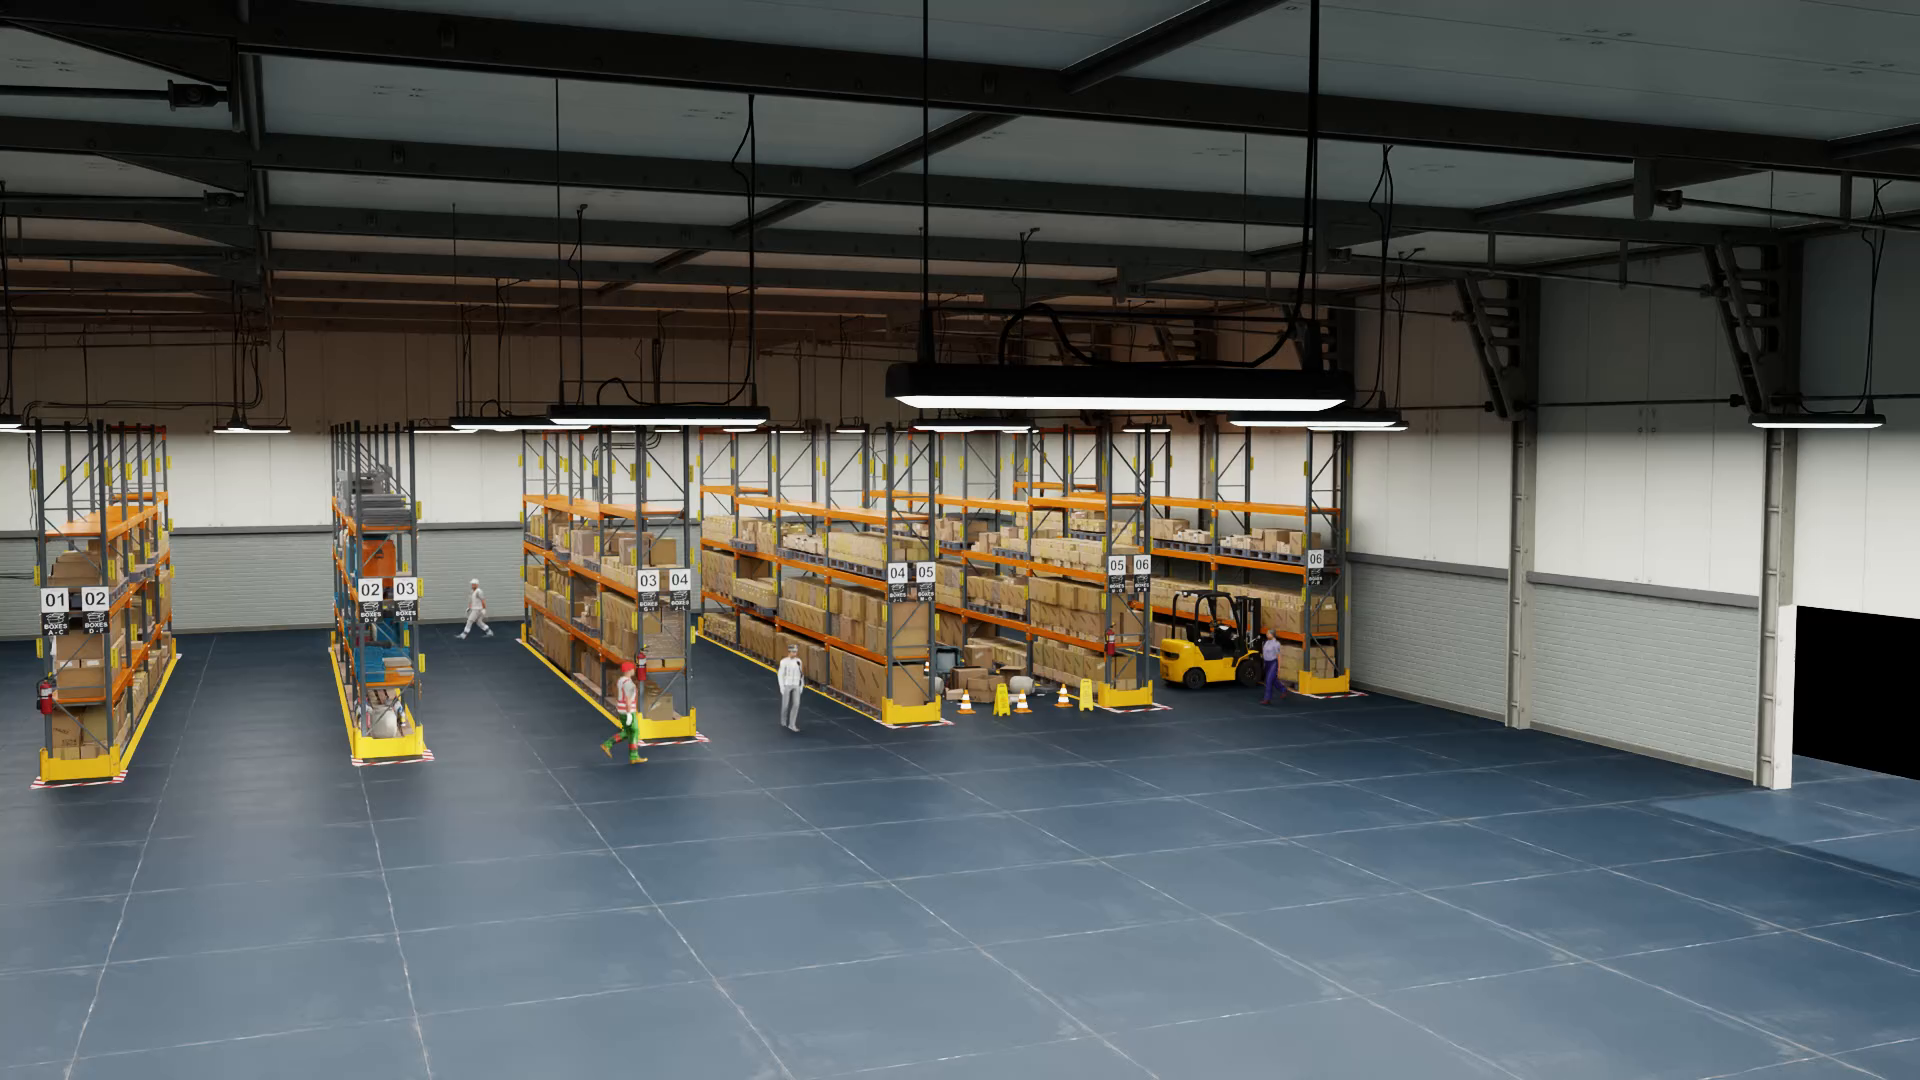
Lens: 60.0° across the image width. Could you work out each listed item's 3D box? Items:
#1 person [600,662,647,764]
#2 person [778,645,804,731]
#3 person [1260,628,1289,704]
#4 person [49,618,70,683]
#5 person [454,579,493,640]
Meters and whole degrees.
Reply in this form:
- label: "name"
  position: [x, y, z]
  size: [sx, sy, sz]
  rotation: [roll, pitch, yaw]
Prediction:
- label: "person"
  position: [-5.869, 3.013, 29.000]
  size: [0.785, 1.775, 0.534]
  rotation: [-1, 4, -20]
- label: "person"
  position: [-3.298, 2.891, 32.528]
  size: [0.560, 1.694, 0.637]
  rotation: [-2, 4, -27]
- label: "person"
  position: [6.735, 2.682, 35.608]
  size: [0.916, 1.606, 0.501]
  rotation: [-2, 4, -30]
- label: "person"
  position: [-20.729, 2.448, 38.435]
  size: [0.632, 1.752, 0.703]
  rotation: [-1, 4, -20]
- label: "person"
  position: [-13.669, 1.948, 46.701]
  size: [1.146, 1.706, 0.510]
  rotation: [-2, 4, -34]
